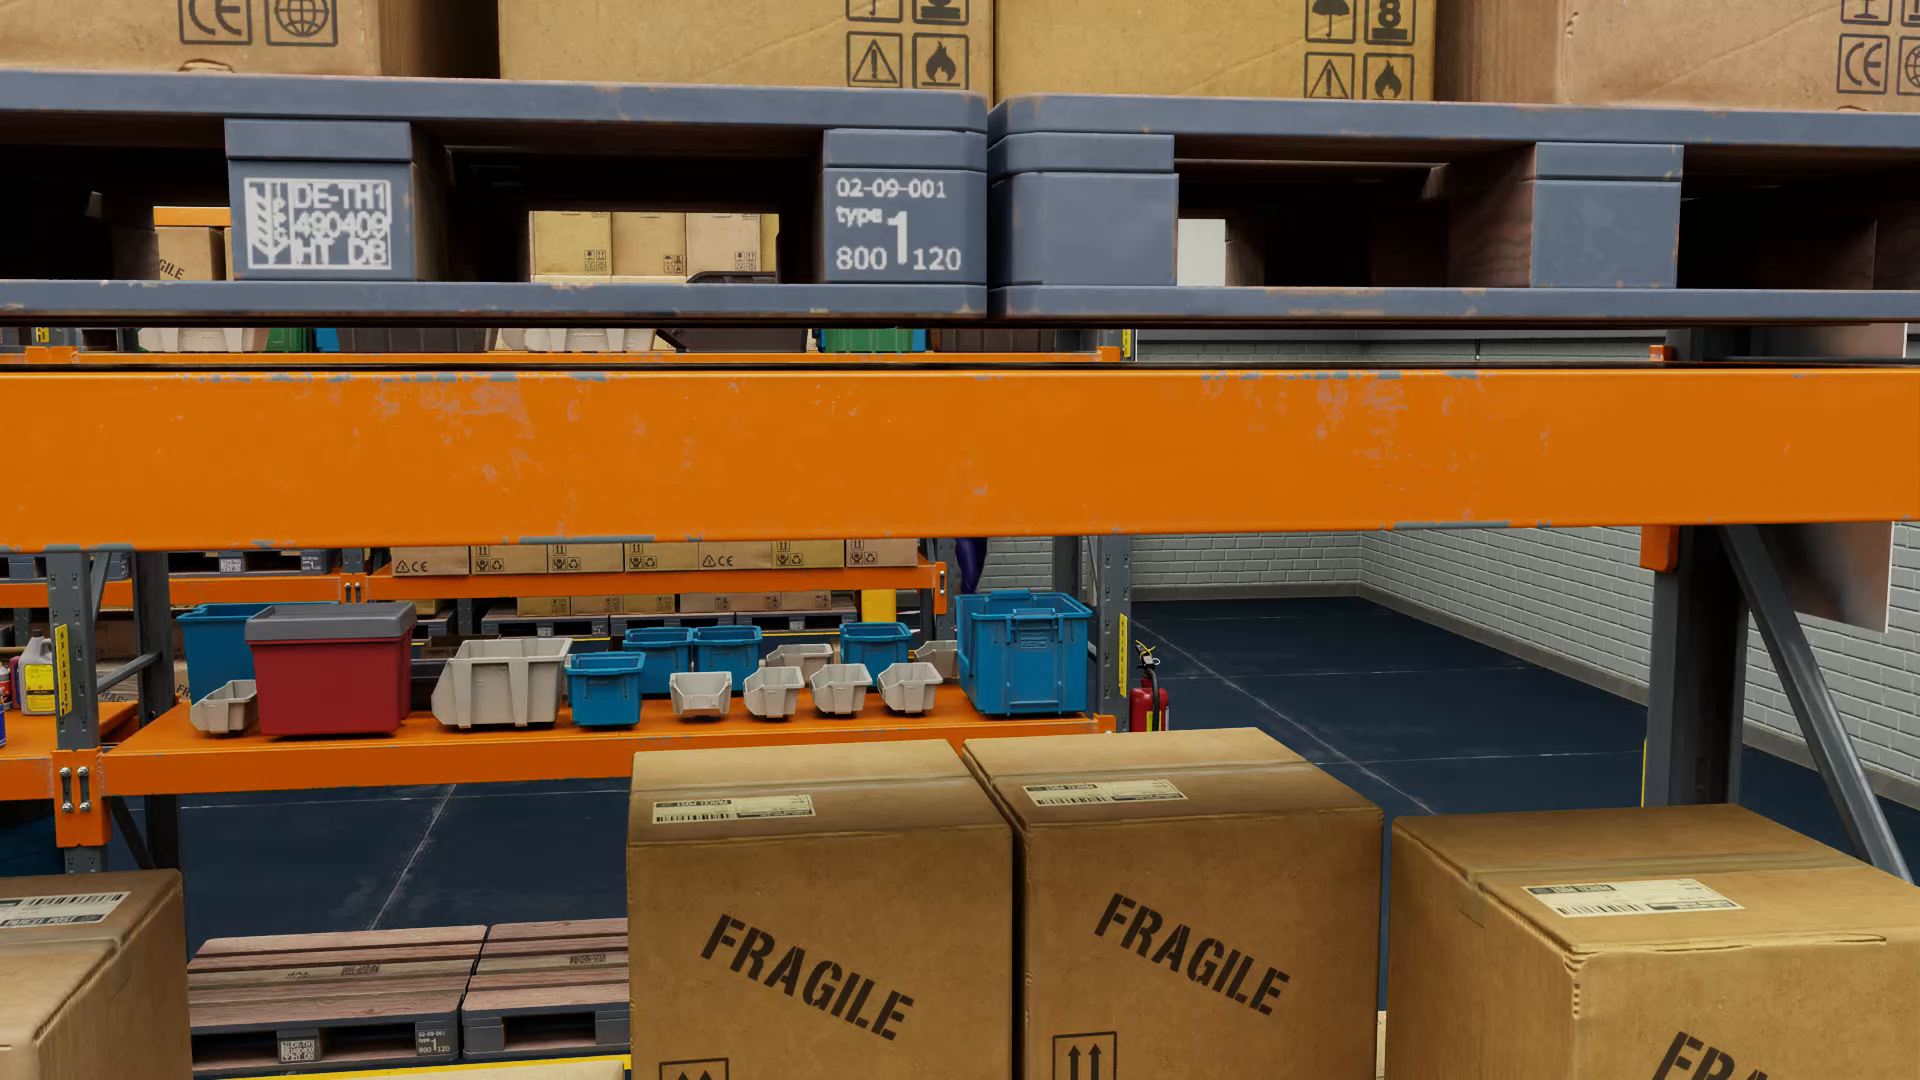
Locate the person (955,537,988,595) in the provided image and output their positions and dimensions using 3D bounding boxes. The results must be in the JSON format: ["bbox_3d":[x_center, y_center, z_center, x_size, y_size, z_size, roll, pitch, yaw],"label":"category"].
[{"bbox_3d":[0.158,0.046,17.475,0.644,1.573,0.822,-5,8,-39],"label":"person"}]
